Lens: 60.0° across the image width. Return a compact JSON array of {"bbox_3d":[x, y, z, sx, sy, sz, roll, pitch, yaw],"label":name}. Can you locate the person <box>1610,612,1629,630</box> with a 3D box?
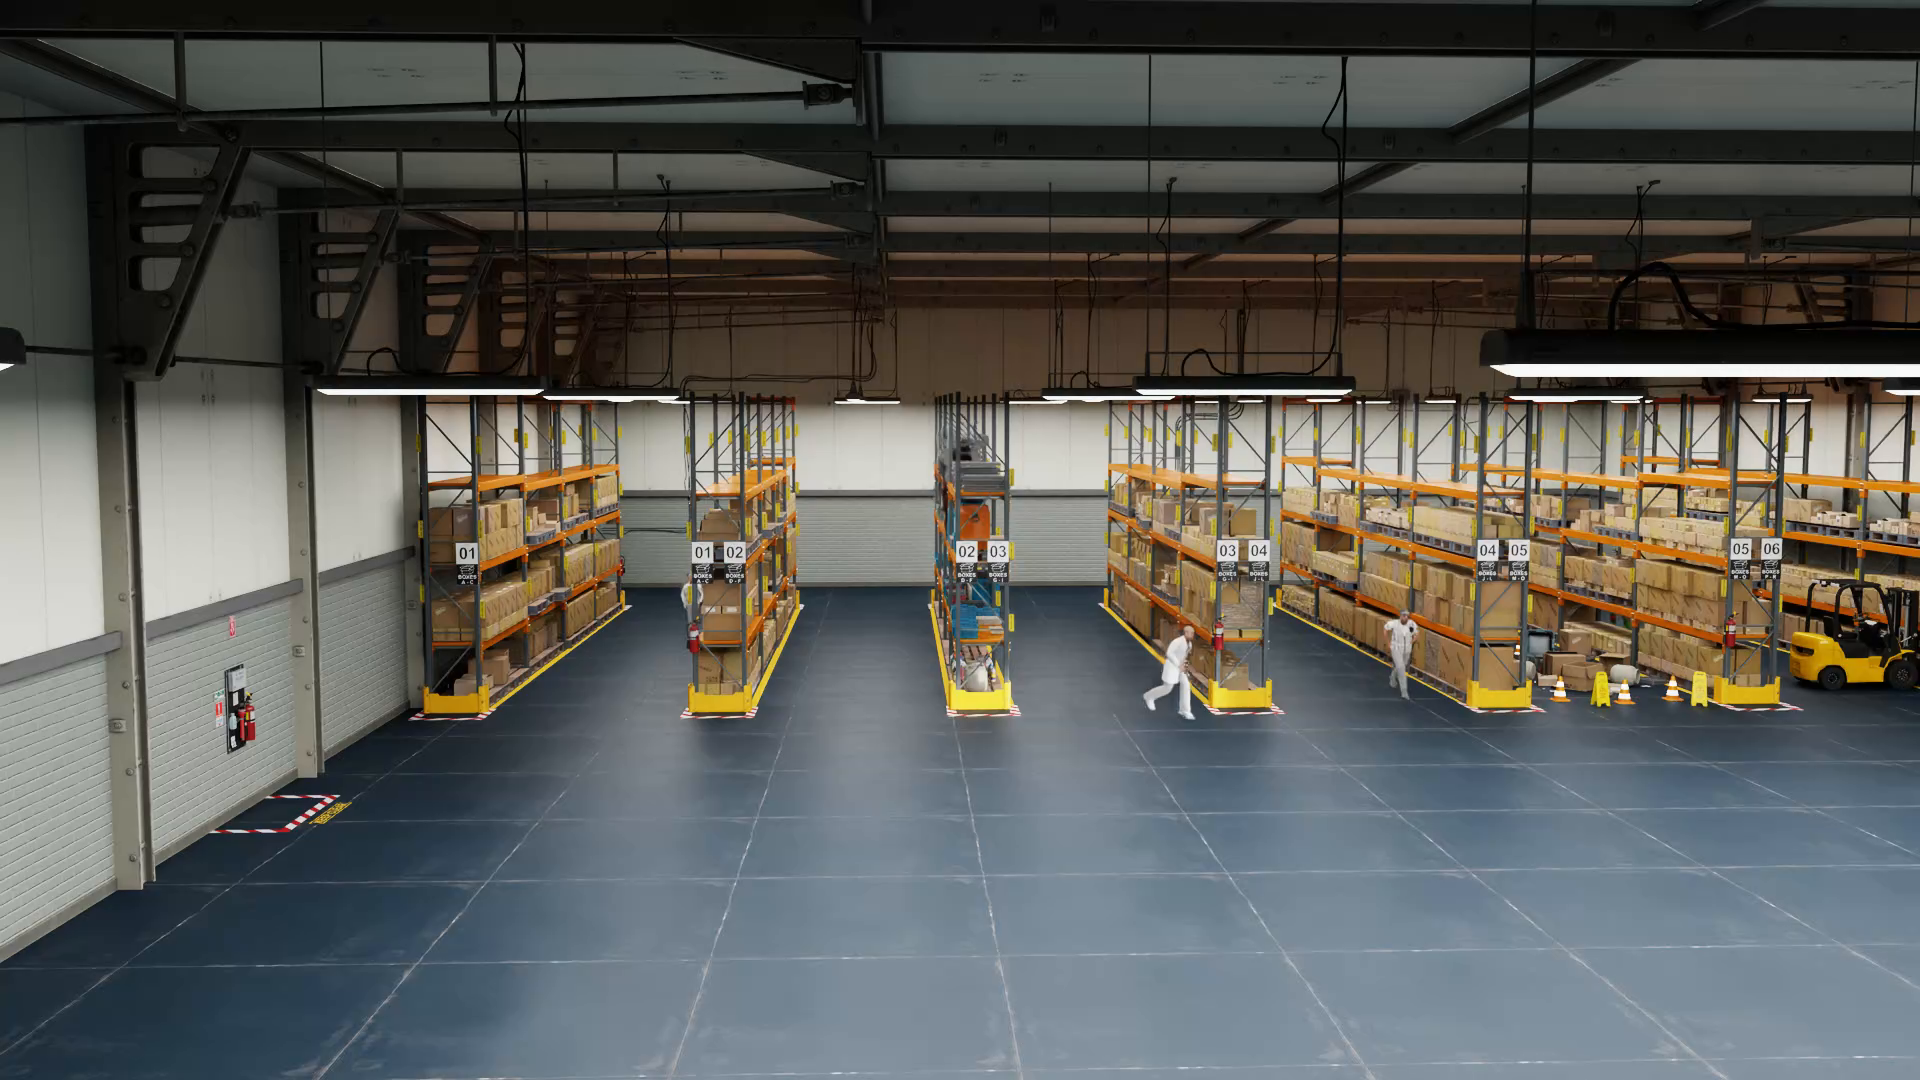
[{"bbox_3d":[16.755,1.466,42.141,0.616,1.851,0.792,-1,5,-10],"label":"person"}]

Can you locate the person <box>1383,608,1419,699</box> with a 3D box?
[{"bbox_3d":[8.775,2.214,33.104,0.663,1.788,1.055,-1,5,-8],"label":"person"}]

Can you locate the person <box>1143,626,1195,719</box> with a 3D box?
[{"bbox_3d":[3.892,2.425,30.798,1.085,1.738,0.744,3,5,30],"label":"person"}]

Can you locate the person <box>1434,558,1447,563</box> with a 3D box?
[{"bbox_3d":[14.187,0.959,49.338,0.581,1.615,0.624,1,5,12],"label":"person"}]

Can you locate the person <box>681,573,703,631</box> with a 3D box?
[{"bbox_3d":[-6.539,1.629,40.810,0.616,1.708,0.734,0,5,-2],"label":"person"}]
